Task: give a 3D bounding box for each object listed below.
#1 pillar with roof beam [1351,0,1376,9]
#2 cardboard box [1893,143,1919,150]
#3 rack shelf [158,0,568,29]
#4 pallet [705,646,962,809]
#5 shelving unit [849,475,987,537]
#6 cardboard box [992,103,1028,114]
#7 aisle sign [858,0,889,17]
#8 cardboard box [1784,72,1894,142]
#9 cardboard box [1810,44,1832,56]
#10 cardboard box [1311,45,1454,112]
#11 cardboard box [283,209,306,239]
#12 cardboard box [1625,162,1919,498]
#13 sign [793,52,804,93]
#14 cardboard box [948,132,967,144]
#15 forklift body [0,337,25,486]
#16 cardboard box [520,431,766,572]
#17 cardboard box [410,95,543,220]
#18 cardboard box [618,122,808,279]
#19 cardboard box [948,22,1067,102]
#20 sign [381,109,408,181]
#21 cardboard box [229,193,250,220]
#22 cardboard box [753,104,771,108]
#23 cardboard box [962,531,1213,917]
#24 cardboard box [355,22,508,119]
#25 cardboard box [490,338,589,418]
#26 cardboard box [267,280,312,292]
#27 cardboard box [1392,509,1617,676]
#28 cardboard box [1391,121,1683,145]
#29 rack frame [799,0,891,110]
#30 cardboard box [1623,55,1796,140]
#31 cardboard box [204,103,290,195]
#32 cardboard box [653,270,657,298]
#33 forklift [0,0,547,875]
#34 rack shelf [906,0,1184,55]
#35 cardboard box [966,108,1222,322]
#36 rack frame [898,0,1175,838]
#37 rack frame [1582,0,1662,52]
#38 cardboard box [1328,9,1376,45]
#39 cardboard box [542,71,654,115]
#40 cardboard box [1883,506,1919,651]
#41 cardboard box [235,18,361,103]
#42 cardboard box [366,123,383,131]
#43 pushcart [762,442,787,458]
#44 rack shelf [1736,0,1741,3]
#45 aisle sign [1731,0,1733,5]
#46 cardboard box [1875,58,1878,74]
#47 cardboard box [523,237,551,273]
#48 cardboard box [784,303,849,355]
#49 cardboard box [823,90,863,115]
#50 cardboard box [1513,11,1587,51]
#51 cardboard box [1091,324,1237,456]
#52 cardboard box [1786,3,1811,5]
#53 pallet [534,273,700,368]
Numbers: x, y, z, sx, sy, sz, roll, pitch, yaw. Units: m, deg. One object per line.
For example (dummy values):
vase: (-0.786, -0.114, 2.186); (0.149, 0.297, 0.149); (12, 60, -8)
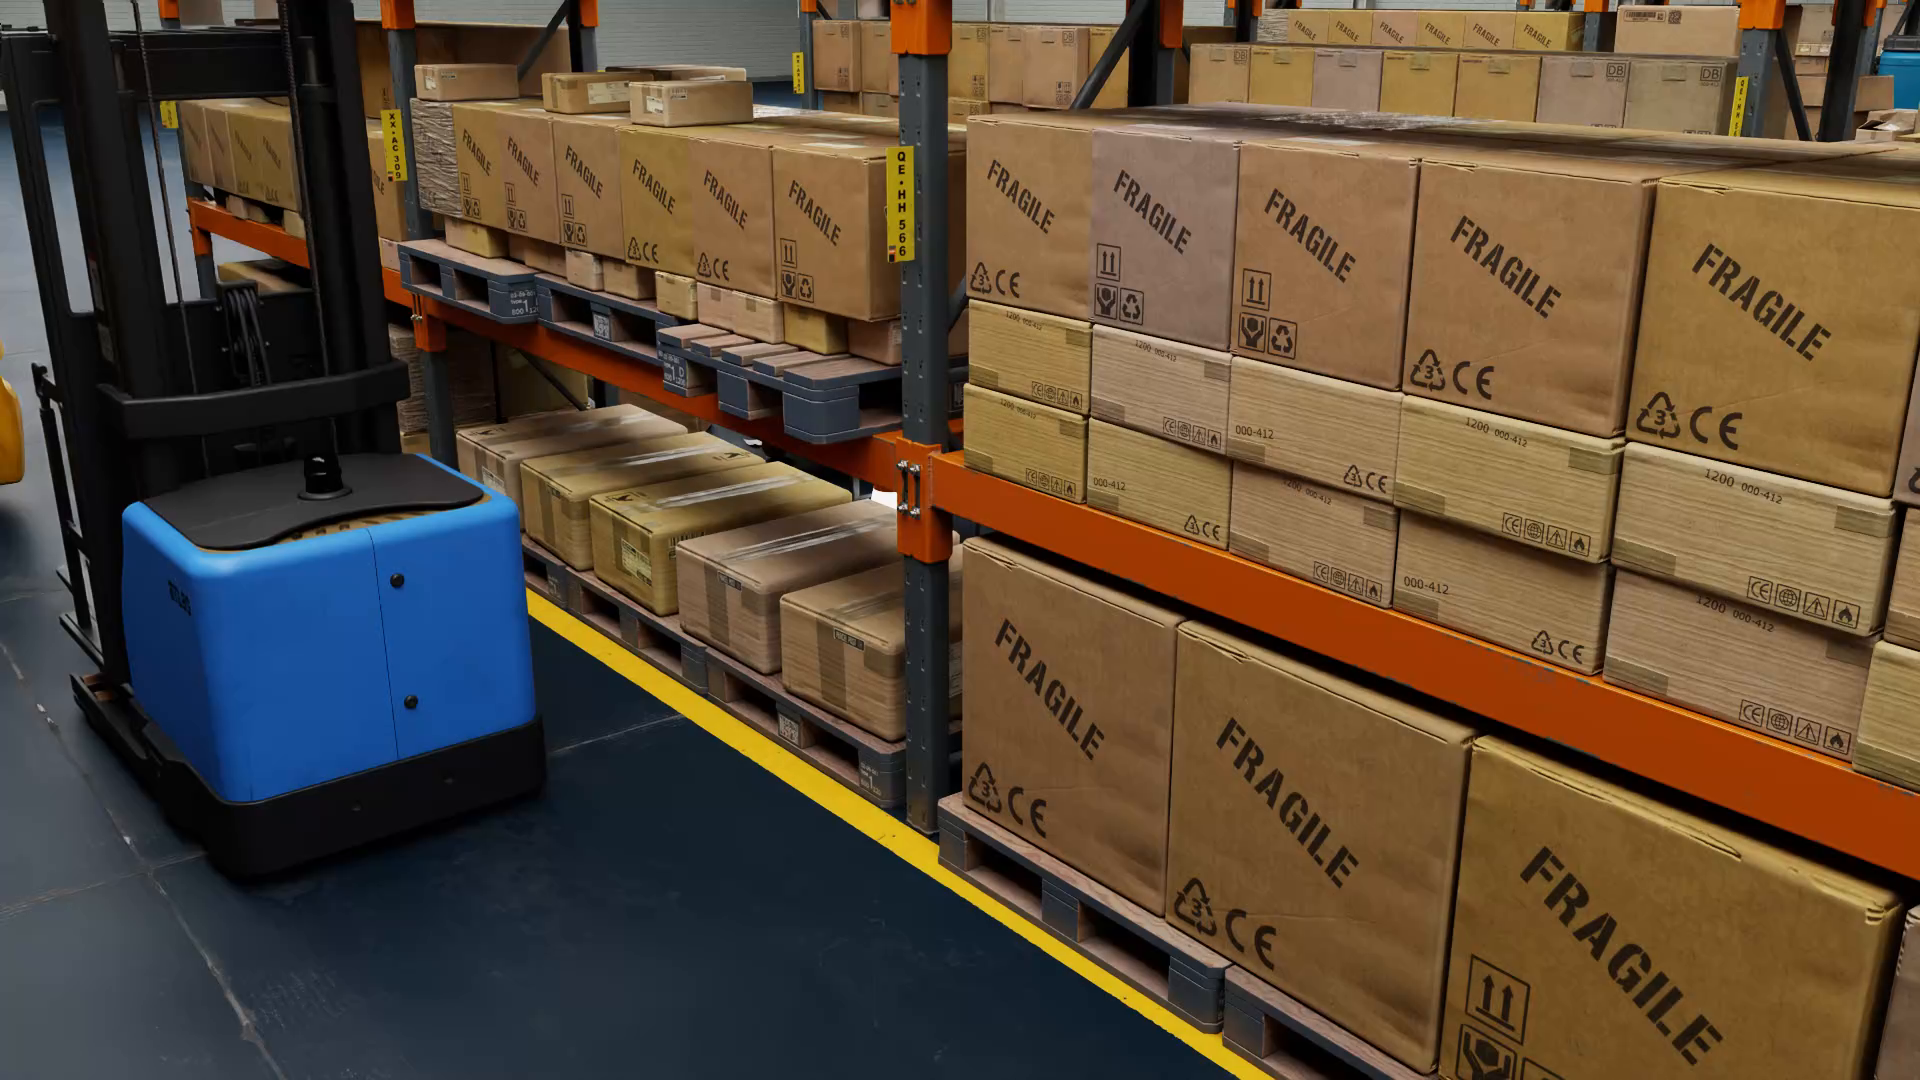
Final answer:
pillar with roof beam: (4.989, -12.330, 31.283); (9.100, 9.000, 0.400); (-14, 23, -36)
cardboard box: (4.373, -1.699, 7.508); (0.380, 0.149, 0.250); (-15, 23, -38)
rack shelf: (-3.474, -3.124, 9.398); (1.077, 0.370, 4.000); (-14, 23, -36)
pallet: (-0.233, 0.568, 6.313); (1.003, 0.211, 1.213); (-14, 23, -36)
shelving unit: (-0.042, -0.740, 8.188); (0.538, 1.500, 1.048); (-14, 24, -37)
cardboard box: (0.745, -2.987, 12.372); (0.875, 0.550, 0.550); (-14, 23, -36)
aisle sign: (-0.707, -4.836, 14.059); (0.394, 0.787, 0.004); (-14, 23, -36)
cardboard box: (6.685, -3.322, 12.792); (0.797, 0.503, 0.637); (-11, 21, -31)
cardboard box: (11.370, -6.429, 21.815); (0.380, 0.149, 0.250); (-14, 23, -37)
cardboard box: (2.533, -2.690, 9.965); (0.700, 0.500, 0.500); (-14, 23, -36)
cardboard box: (-3.628, -1.824, 9.500); (0.380, 0.149, 0.250); (-14, 23, -36)
cardboard box: (1.634, -0.416, 3.096); (0.500, 0.500, 0.500); (-13, 22, -34)
sign: (-1.337, -3.867, 13.767); (0.100, 0.325, 0.005); (-14, 23, -36)
cardboard box: (0.153, -1.107, 5.635); (0.500, 0.500, 0.500); (-15, 23, -38)
forklift body: (-5.997, -1.051, 8.114); (2.313, 2.155, 1.214); (-14, 23, -36)
cardboard box: (-1.456, -0.196, 7.694); (0.950, 0.372, 0.625); (-12, 22, -33)
cardboard box: (-2.166, -1.766, 7.622); (0.500, 0.500, 0.500); (-13, 23, -35)
cardboard box: (-0.893, -1.258, 6.091); (0.500, 0.500, 0.500); (-16, 24, -40)
cardboard box: (0.388, -3.623, 12.576); (0.875, 0.550, 0.500); (-14, 23, -36)
sign: (-2.653, -1.852, 7.807); (0.100, 0.325, 0.005); (-14, 23, -36)
cardboard box: (-4.277, -2.079, 10.269); (0.380, 0.149, 0.250); (-14, 23, -35)
cardboard box: (-1.141, -1.618, 7.176); (0.500, 0.500, 0.500); (-13, 22, -34)
cardboard box: (0.615, 0.432, 4.997); (0.875, 0.875, 0.875); (-14, 23, -37)
cardboard box: (-2.926, -2.622, 9.287); (0.700, 0.500, 0.500); (-15, 23, -37)
cardboard box: (-2.387, -0.997, 9.115); (0.500, 0.500, 0.500); (-13, 22, -34)
cardboard box: (-3.783, -1.273, 9.948); (0.500, 0.500, 0.500); (-13, 23, -35)
cardboard box: (1.321, 0.052, 3.672); (0.500, 0.250, 0.500); (-14, 23, -36)
cardboard box: (1.406, -0.761, 4.138); (0.500, 0.500, 0.500); (-14, 23, -36)
rack frame: (-0.898, -3.526, 14.238); (1.000, 3.000, 0.127); (-14, 23, -36)
cardboard box: (3.798, -2.189, 8.452); (0.700, 0.500, 0.500); (-14, 23, -36)
cardboard box: (-4.315, -2.425, 10.283); (0.500, 0.500, 0.500); (-13, 22, -34)
cardboard box: (-0.940, -0.999, 6.338); (0.380, 0.149, 0.250); (-14, 23, -36)
forklift: (-2.733, -0.761, 5.998); (1.130, 2.935, 3.031); (-15, 23, -37)
rack shelf: (1.493, -1.153, 3.445); (1.077, 0.370, 4.000); (-14, 23, -36)
cardboard box: (0.366, -0.916, 4.608); (0.500, 0.500, 0.500); (-15, 23, -38)
rack frame: (0.251, -0.563, 5.292); (1.000, 3.000, 0.127); (-14, 23, -36)
rack frame: (5.536, -3.483, 14.110); (1.000, 3.000, 0.127); (-14, 23, -36)
cardboard box: (3.797, -4.696, 15.549); (0.500, 0.500, 0.500); (-14, 23, -36)
cardboard box: (-1.462, -1.812, 6.732); (0.380, 0.149, 0.250); (-12, 22, -33)
cardboard box: (1.954, 0.073, 2.813); (0.500, 0.250, 0.500); (-13, 23, -35)
cardboard box: (-4.227, -3.115, 10.774); (0.700, 0.500, 0.500); (-15, 23, -37)
cardboard box: (-3.028, -1.924, 8.769); (0.500, 0.500, 0.500); (-13, 22, -34)
pushcart: (-0.476, -0.761, 10.062); (0.936, 0.377, 1.648); (11, 21, 30)
rack shelf: (12.062, -6.991, 21.076); (1.077, 0.370, 4.000); (-14, 23, -36)
aisle sign: (10.540, -7.592, 22.382); (0.394, 0.787, 0.004); (-14, 23, -36)
cardboard box: (12.064, -5.950, 21.401); (0.700, 0.500, 0.500); (-13, 22, -35)
cardboard box: (-1.626, -1.241, 7.071); (0.380, 0.149, 0.250); (-14, 23, -35)
cardboard box: (-0.360, -0.730, 5.527); (0.380, 0.149, 0.250); (-14, 23, -35)
cardboard box: (-0.632, -3.514, 13.965); (0.875, 0.550, 0.550); (-14, 23, -36)
cardboard box: (5.041, -4.204, 14.063); (0.500, 0.500, 0.500); (-14, 23, -36)
cardboard box: (0.692, -0.429, 4.329); (0.500, 0.250, 0.500); (-13, 23, -35)
cardboard box: (11.133, -6.934, 22.308); (0.700, 0.500, 0.500); (-14, 23, -36)
pallet: (-1.010, -0.952, 6.771); (1.003, 0.211, 1.213); (-14, 23, -36)
